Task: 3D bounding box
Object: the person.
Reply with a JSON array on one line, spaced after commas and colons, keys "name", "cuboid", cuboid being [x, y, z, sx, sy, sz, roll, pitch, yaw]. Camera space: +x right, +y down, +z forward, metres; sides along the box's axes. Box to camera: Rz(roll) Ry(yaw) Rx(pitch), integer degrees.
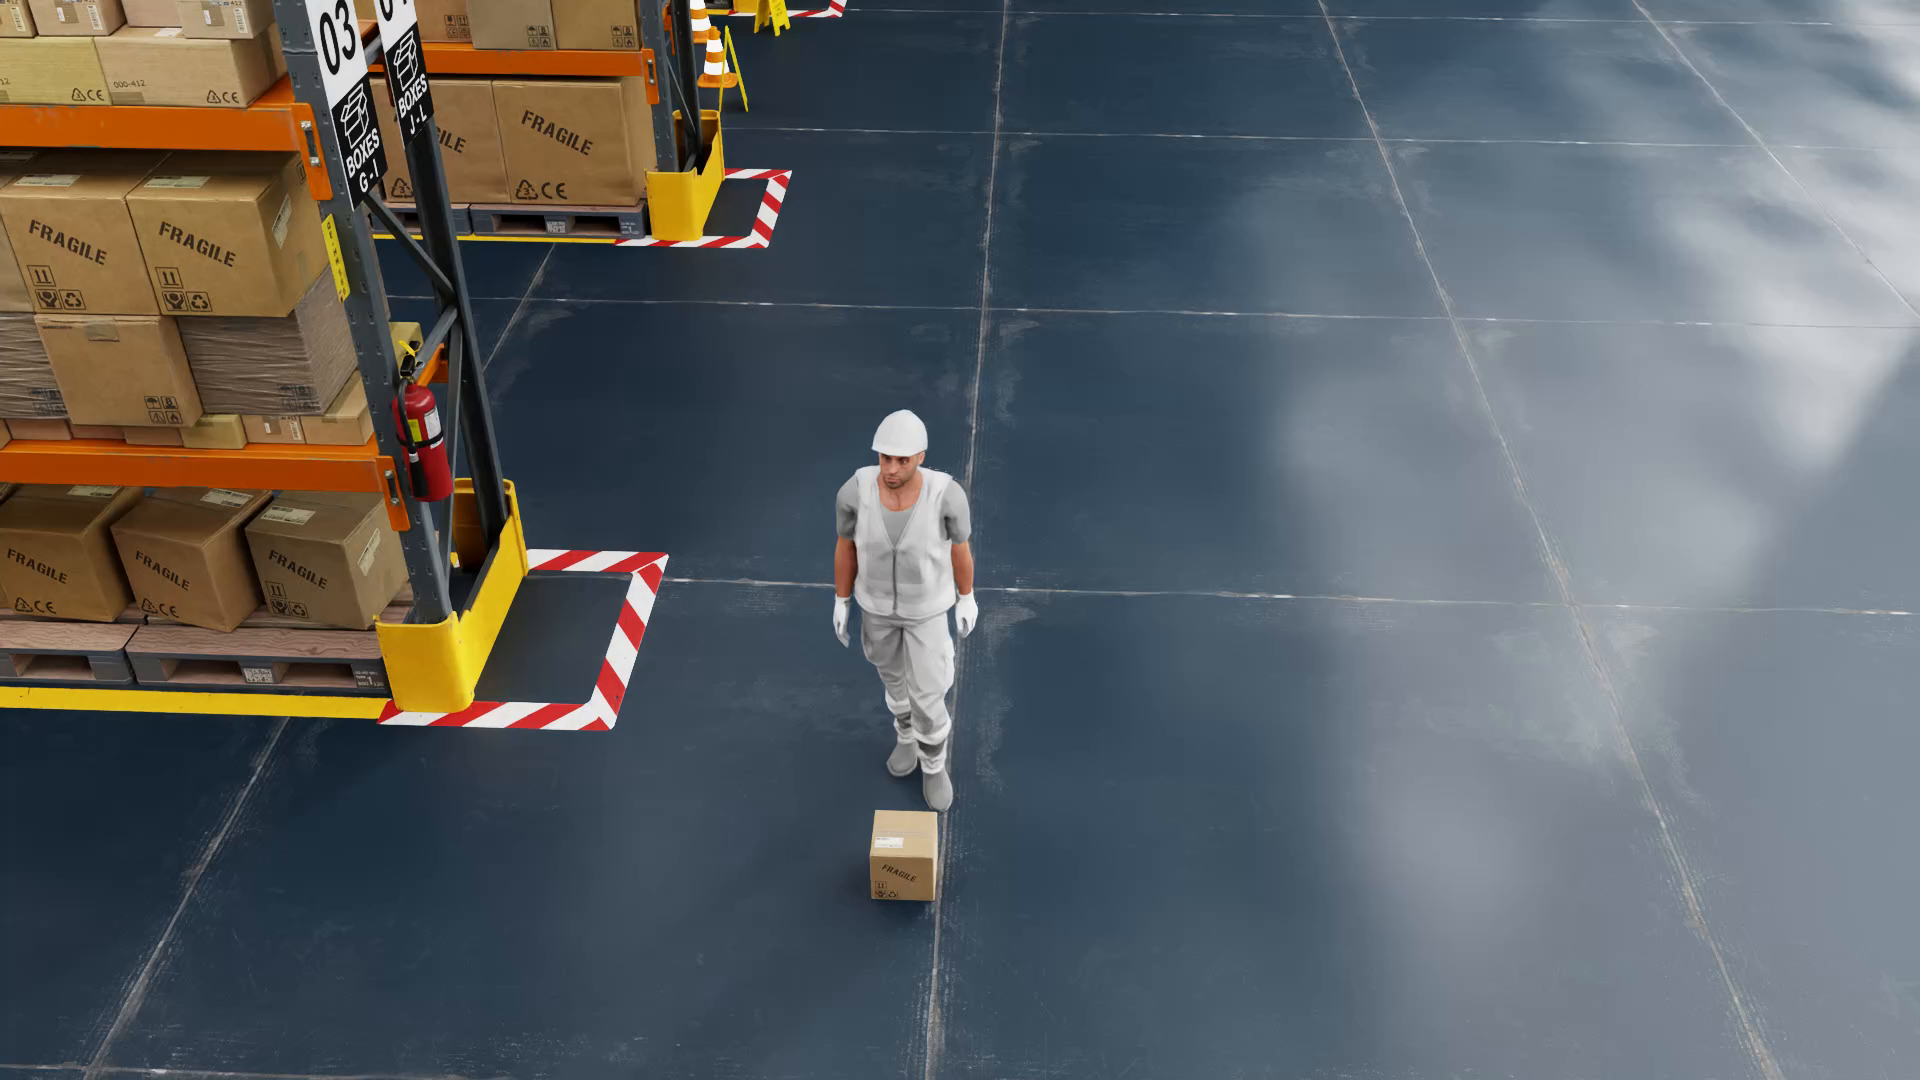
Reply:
[{"name": "person", "cuboid": [-0.226, 0.285, 6.693, 0.560, 1.822, 0.462, 8, 36, 11]}]
